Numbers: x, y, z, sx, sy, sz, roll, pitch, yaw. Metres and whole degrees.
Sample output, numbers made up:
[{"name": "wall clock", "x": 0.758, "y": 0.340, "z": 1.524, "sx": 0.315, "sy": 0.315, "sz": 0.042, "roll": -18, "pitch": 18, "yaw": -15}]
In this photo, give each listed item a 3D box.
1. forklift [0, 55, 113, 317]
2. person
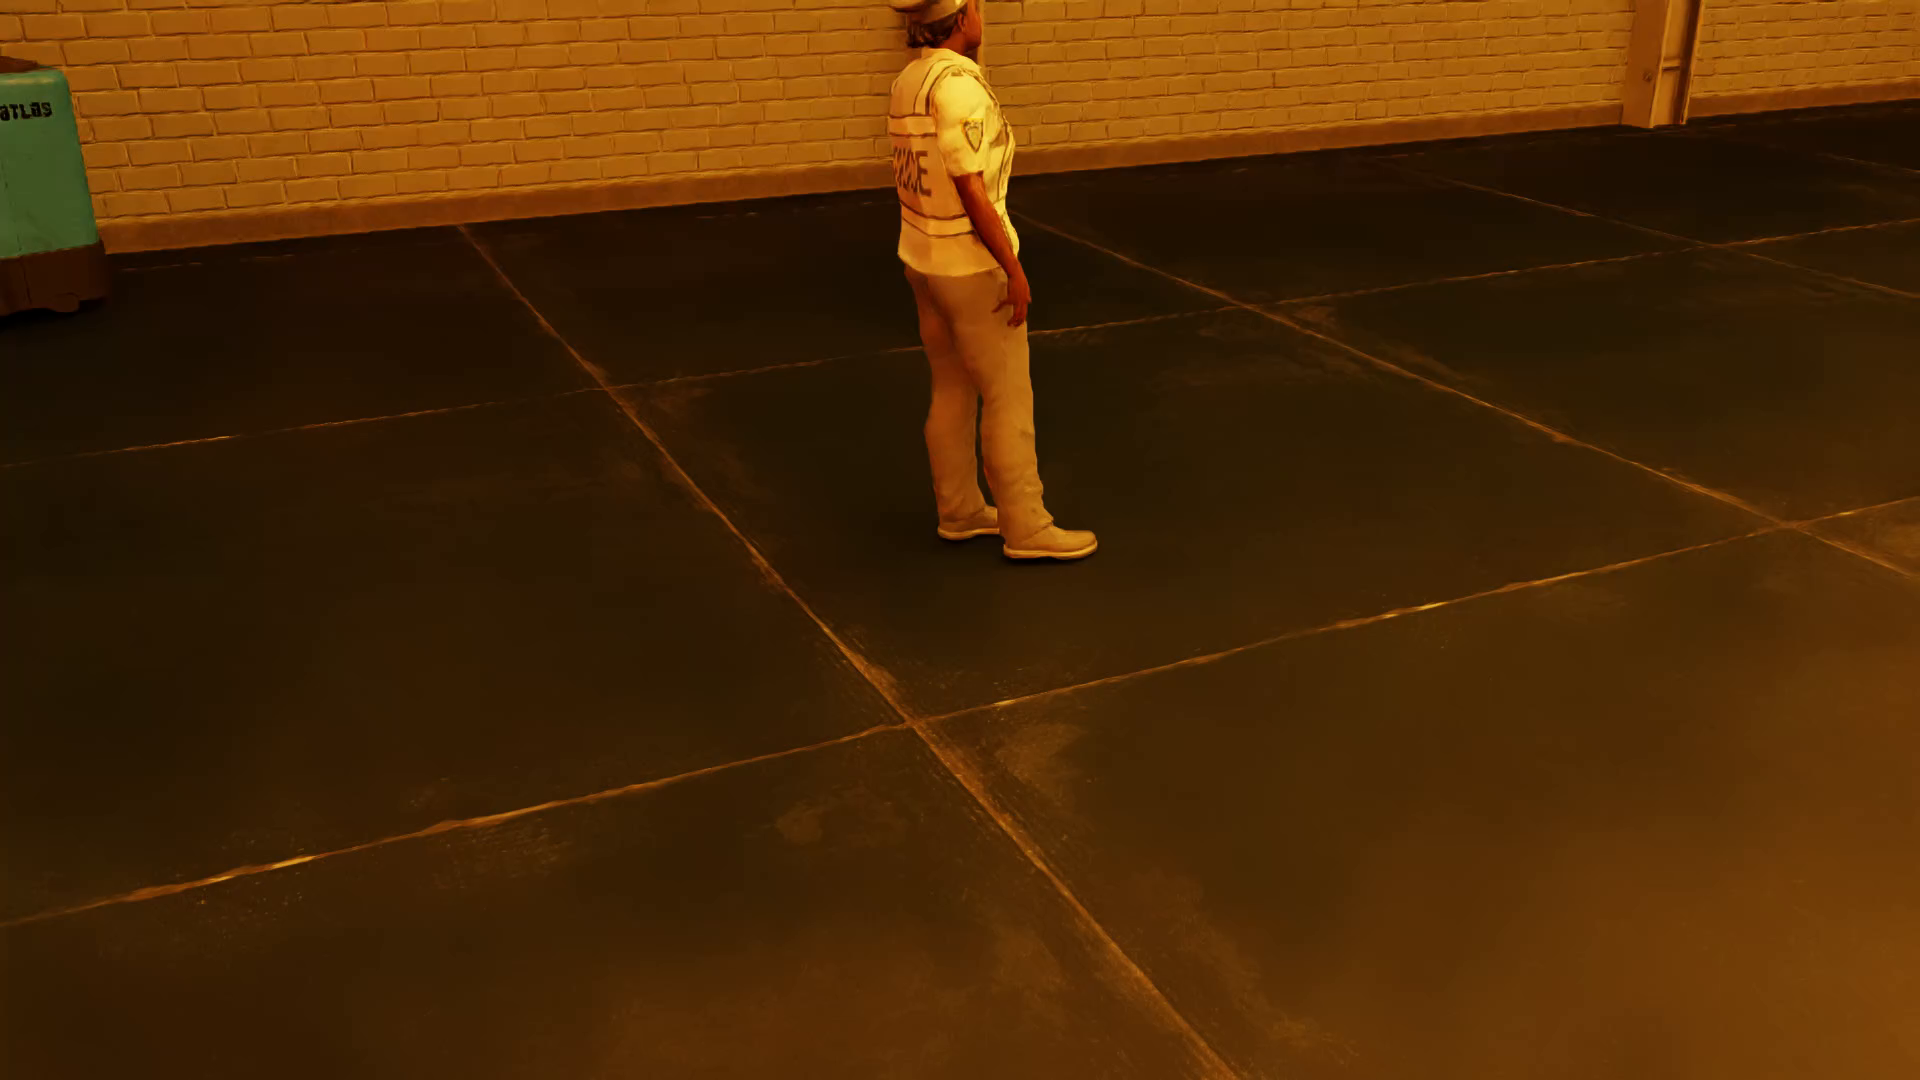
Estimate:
[{"name": "forklift", "x": -5.294, "y": -2.145, "z": 6.451, "sx": 1.130, "sy": 2.935, "sz": 3.031, "roll": 21, "pitch": 30, "yaw": 41}, {"name": "person", "x": 0.076, "y": -0.795, "z": 4.792, "sx": 0.529, "sy": 1.695, "sz": 0.570, "roll": -10, "pitch": 25, "yaw": -23}]
